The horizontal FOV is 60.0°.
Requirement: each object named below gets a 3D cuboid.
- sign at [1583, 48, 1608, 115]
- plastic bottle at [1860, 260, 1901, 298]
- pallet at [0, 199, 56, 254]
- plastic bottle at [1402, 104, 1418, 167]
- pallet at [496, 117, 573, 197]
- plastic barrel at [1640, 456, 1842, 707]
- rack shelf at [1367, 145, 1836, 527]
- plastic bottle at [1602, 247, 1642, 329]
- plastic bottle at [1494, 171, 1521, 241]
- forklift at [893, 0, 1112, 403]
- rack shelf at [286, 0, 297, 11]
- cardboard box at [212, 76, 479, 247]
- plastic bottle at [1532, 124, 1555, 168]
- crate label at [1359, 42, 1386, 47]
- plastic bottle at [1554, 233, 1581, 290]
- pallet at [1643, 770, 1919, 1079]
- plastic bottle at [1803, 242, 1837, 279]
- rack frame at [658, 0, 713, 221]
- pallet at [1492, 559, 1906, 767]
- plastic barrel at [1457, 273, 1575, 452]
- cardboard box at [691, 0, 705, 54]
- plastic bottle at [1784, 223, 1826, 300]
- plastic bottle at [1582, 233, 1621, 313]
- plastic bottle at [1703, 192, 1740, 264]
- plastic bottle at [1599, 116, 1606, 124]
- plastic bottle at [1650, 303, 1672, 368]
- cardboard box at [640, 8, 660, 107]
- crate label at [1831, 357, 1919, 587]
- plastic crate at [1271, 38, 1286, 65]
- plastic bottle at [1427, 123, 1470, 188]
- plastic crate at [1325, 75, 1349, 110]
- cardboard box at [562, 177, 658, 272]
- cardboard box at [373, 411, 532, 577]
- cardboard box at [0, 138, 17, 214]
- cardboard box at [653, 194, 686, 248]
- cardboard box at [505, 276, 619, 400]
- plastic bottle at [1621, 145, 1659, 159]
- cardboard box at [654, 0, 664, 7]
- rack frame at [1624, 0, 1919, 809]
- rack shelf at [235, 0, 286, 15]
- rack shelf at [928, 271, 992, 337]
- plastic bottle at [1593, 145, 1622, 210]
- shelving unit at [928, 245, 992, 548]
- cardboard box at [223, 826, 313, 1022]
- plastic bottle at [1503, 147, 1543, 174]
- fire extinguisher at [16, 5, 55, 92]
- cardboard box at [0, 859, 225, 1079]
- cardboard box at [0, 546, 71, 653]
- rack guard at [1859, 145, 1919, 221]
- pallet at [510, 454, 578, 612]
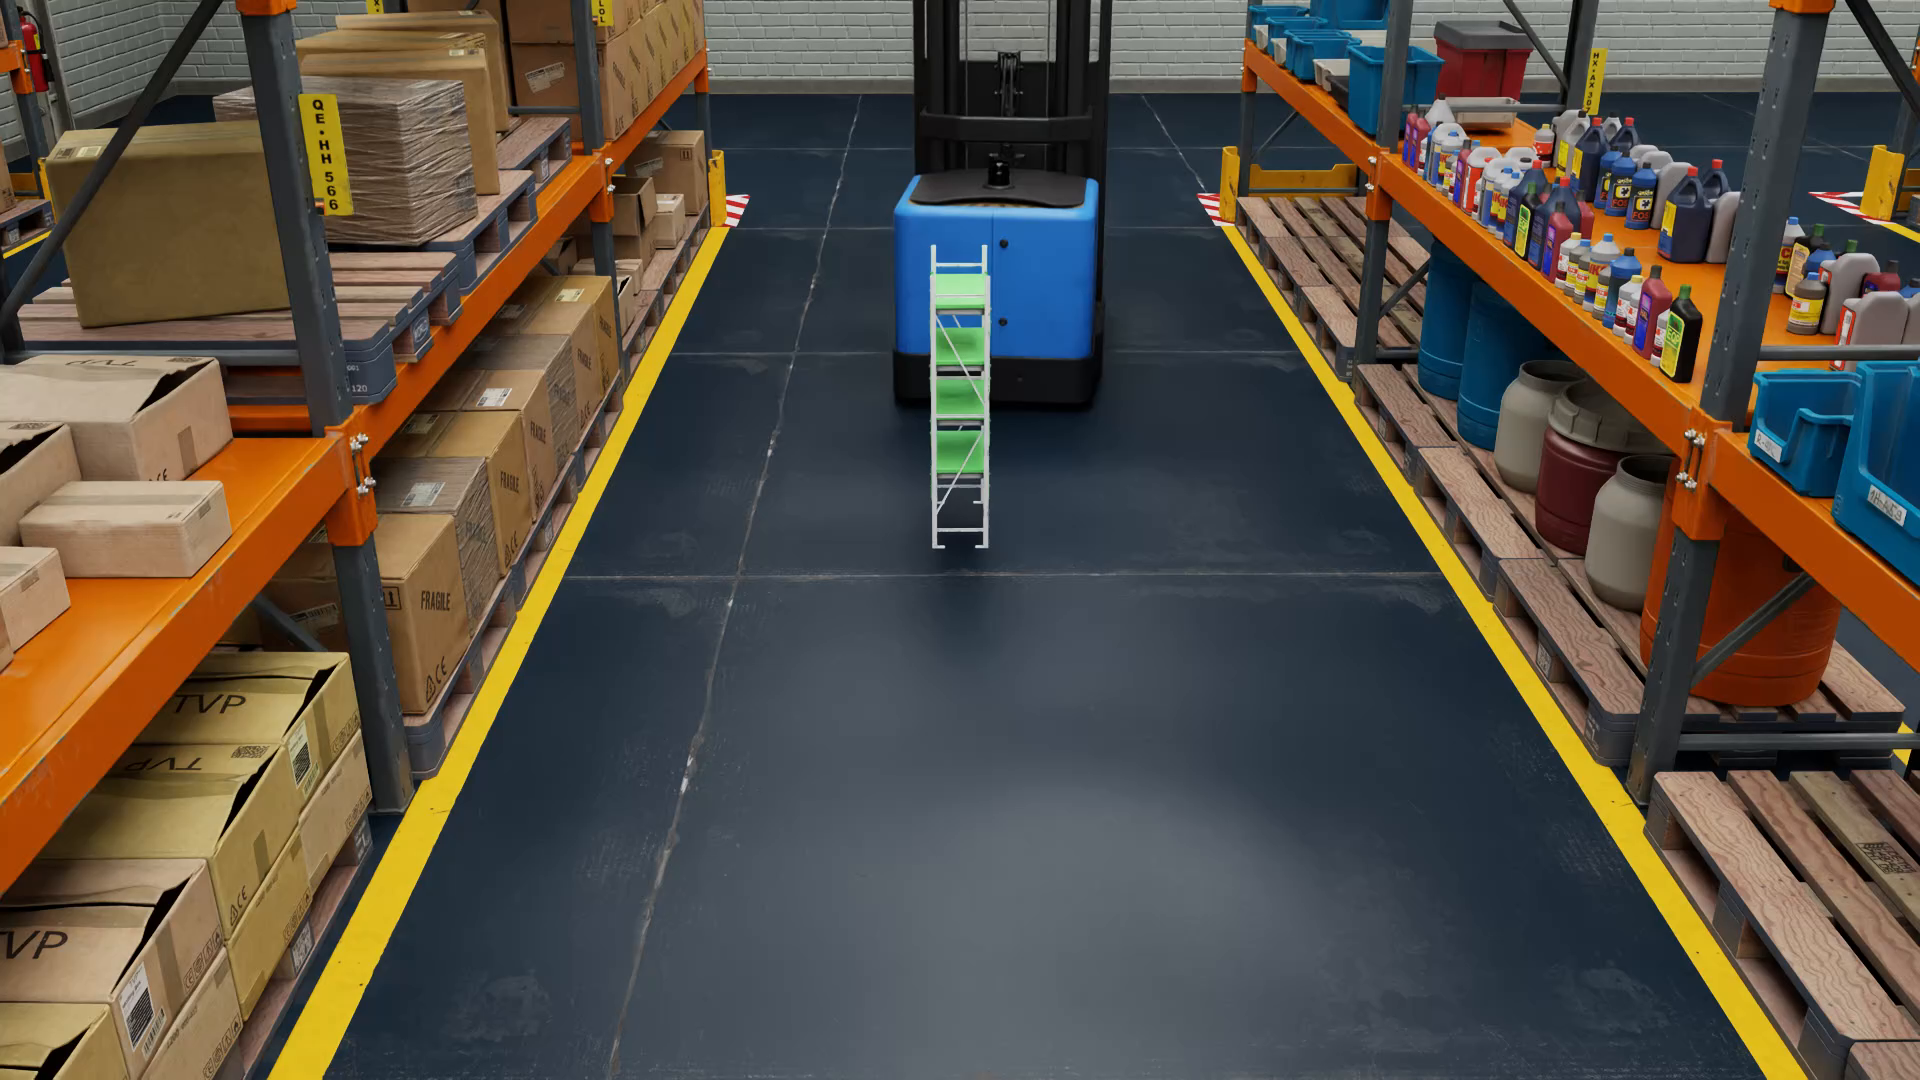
[{"bbox_3d":[3.186,-2.308,8.376,0.100,0.325,0.005,0,24,-1],"label":"sign"},{"bbox_3d":[3.040,-0.794,5.507,0.061,0.283,0.133,0,24,-1],"label":"plastic bottle"},{"bbox_3d":[-7.227,-2.184,11.823,1.003,0.211,1.213,0,24,-1],"label":"pallet"},{"bbox_3d":[2.213,-1.974,8.115,0.061,0.283,0.133,0,24,-1],"label":"plastic bottle"},{"bbox_3d":[-2.417,-1.742,7.694,1.003,0.211,1.213,0,24,-1],"label":"pallet"},{"bbox_3d":[2.657,0.064,5.592,0.600,0.830,0.708,0,24,-1],"label":"plastic barrel"},{"bbox_3d":[2.658,-1.028,6.756,1.077,0.370,4.000,0,24,-1],"label":"rack shelf"},{"bbox_3d":[2.261,-0.861,5.669,0.097,0.271,0.097,0,24,0],"label":"plastic bottle"},{"bbox_3d":[2.248,-1.364,6.781,0.097,0.271,0.097,0,24,0],"label":"plastic bottle"},{"bbox_3d":[0.312,-2.618,9.481,1.130,2.935,3.031,2,24,5],"label":"forklift"},{"bbox_3d":[-2.295,-2.374,6.092,1.077,0.370,4.000,0,24,-1],"label":"rack shelf"},{"bbox_3d":[-2.212,-1.384,6.040,0.700,0.500,0.500,4,25,9],"label":"cardboard box"},{"bbox_3d":[2.839,-1.920,8.097,0.097,0.201,0.097,0,24,0],"label":"plastic bottle"},{"bbox_3d":[2.799,-3.166,10.857,0.396,0.136,0.243,0,24,-1],"label":"crate label"},{"bbox_3d":[2.256,-1.029,6.127,0.097,0.201,0.097,0,24,0],"label":"plastic bottle"},{"bbox_3d":[2.649,1.058,4.654,1.003,0.211,1.213,0,24,-1],"label":"pallet"},{"bbox_3d":[2.958,-0.891,5.736,0.097,0.271,0.097,0,24,0],"label":"plastic bottle"},{"bbox_3d":[-2.361,-3.807,12.028,1.000,3.000,0.127,0,24,-1],"label":"rack frame"},{"bbox_3d":[2.629,0.414,6.078,1.003,0.211,1.213,0,24,-1],"label":"pallet"},{"bbox_3d":[2.633,-0.899,7.635,0.600,0.901,0.708,0,24,-1],"label":"plastic barrel"},{"bbox_3d":[-2.084,-3.670,11.602,0.500,0.500,0.500,0,24,1],"label":"cardboard box"},{"bbox_3d":[3.035,-0.999,5.961,0.061,0.283,0.133,0,24,-1],"label":"plastic bottle"},{"bbox_3d":[2.259,-0.941,5.846,0.097,0.271,0.097,0,24,0],"label":"plastic bottle"},{"bbox_3d":[2.983,-1.226,6.472,0.152,0.276,0.135,0,24,-1],"label":"plastic bottle"},{"bbox_3d":[3.012,-1.871,7.888,0.061,0.283,0.133,0,24,-1],"label":"plastic bottle"},{"bbox_3d":[2.266,-0.653,5.296,0.097,0.201,0.097,0,24,0],"label":"plastic bottle"},{"bbox_3d":[-2.062,-2.833,9.753,0.500,0.500,0.500,0,24,-1],"label":"cardboard box"},{"bbox_3d":[2.420,-0.137,3.870,0.502,0.435,0.616,0,24,-1],"label":"crate label"},{"bbox_3d":[2.194,-3.220,10.977,0.250,0.136,0.298,0,24,-1],"label":"plastic crate"},{"bbox_3d":[2.264,-1.780,7.696,0.152,0.276,0.135,0,24,-1],"label":"plastic bottle"},{"bbox_3d":[2.355,-2.542,9.491,0.437,0.125,0.590,0,24,-1],"label":"plastic crate"},{"bbox_3d":[-2.343,-1.996,10.519,0.797,0.503,0.637,0,24,-1],"label":"cardboard box"},{"bbox_3d":[-2.004,-0.184,6.515,0.500,0.500,0.500,-1,24,-1],"label":"cardboard box"},{"bbox_3d":[-7.206,-2.548,11.767,0.700,0.500,0.500,0,24,-1],"label":"cardboard box"},{"bbox_3d":[-2.128,-2.140,11.145,0.500,0.250,0.500,0,24,-1],"label":"cardboard box"},{"bbox_3d":[-2.025,-1.019,8.362,0.500,0.500,0.500,0,24,-1],"label":"cardboard box"},{"bbox_3d":[2.973,-1.604,7.307,0.152,0.276,0.135,0,24,-1],"label":"plastic bottle"},{"bbox_3d":[-2.059,-3.493,9.998,0.500,0.500,0.500,0,24,1],"label":"cardboard box"},{"bbox_3d":[2.680,-0.532,4.785,1.000,3.000,0.127,0,24,-1],"label":"rack frame"},{"bbox_3d":[-2.252,-0.726,2.447,1.077,0.370,4.000,0,24,-1],"label":"rack shelf"},{"bbox_3d":[-0.002,-0.994,6.982,0.258,0.148,0.480,0,24,-1],"label":"rack shelf"},{"bbox_3d":[2.849,-1.594,7.290,0.097,0.271,0.097,0,24,0],"label":"plastic bottle"},{"bbox_3d":[-0.002,-0.615,7.154,0.258,1.200,0.503,0,24,-1],"label":"shelving unit"},{"bbox_3d":[-2.015,0.979,4.273,0.500,0.250,0.500,-1,24,-1],"label":"cardboard box"},{"bbox_3d":[2.422,-1.550,7.188,0.152,0.276,0.135,0,24,-1],"label":"plastic bottle"},{"bbox_3d":[-6.854,-3.643,12.210,0.296,0.674,0.183,0,24,-1],"label":"fire extinguisher"},{"bbox_3d":[-2.007,0.932,3.696,0.500,0.311,0.500,0,24,-1],"label":"cardboard box"},{"bbox_3d":[-2.203,0.129,3.630,0.380,0.149,0.250,2,24,3],"label":"cardboard box"},{"bbox_3d":[7.545,-2.721,12.660,1.175,0.500,0.348,0,24,-1],"label":"rack guard"},{"bbox_3d":[-2.254,-0.050,7.103,1.003,0.211,1.213,0,24,-1],"label":"pallet"}]
